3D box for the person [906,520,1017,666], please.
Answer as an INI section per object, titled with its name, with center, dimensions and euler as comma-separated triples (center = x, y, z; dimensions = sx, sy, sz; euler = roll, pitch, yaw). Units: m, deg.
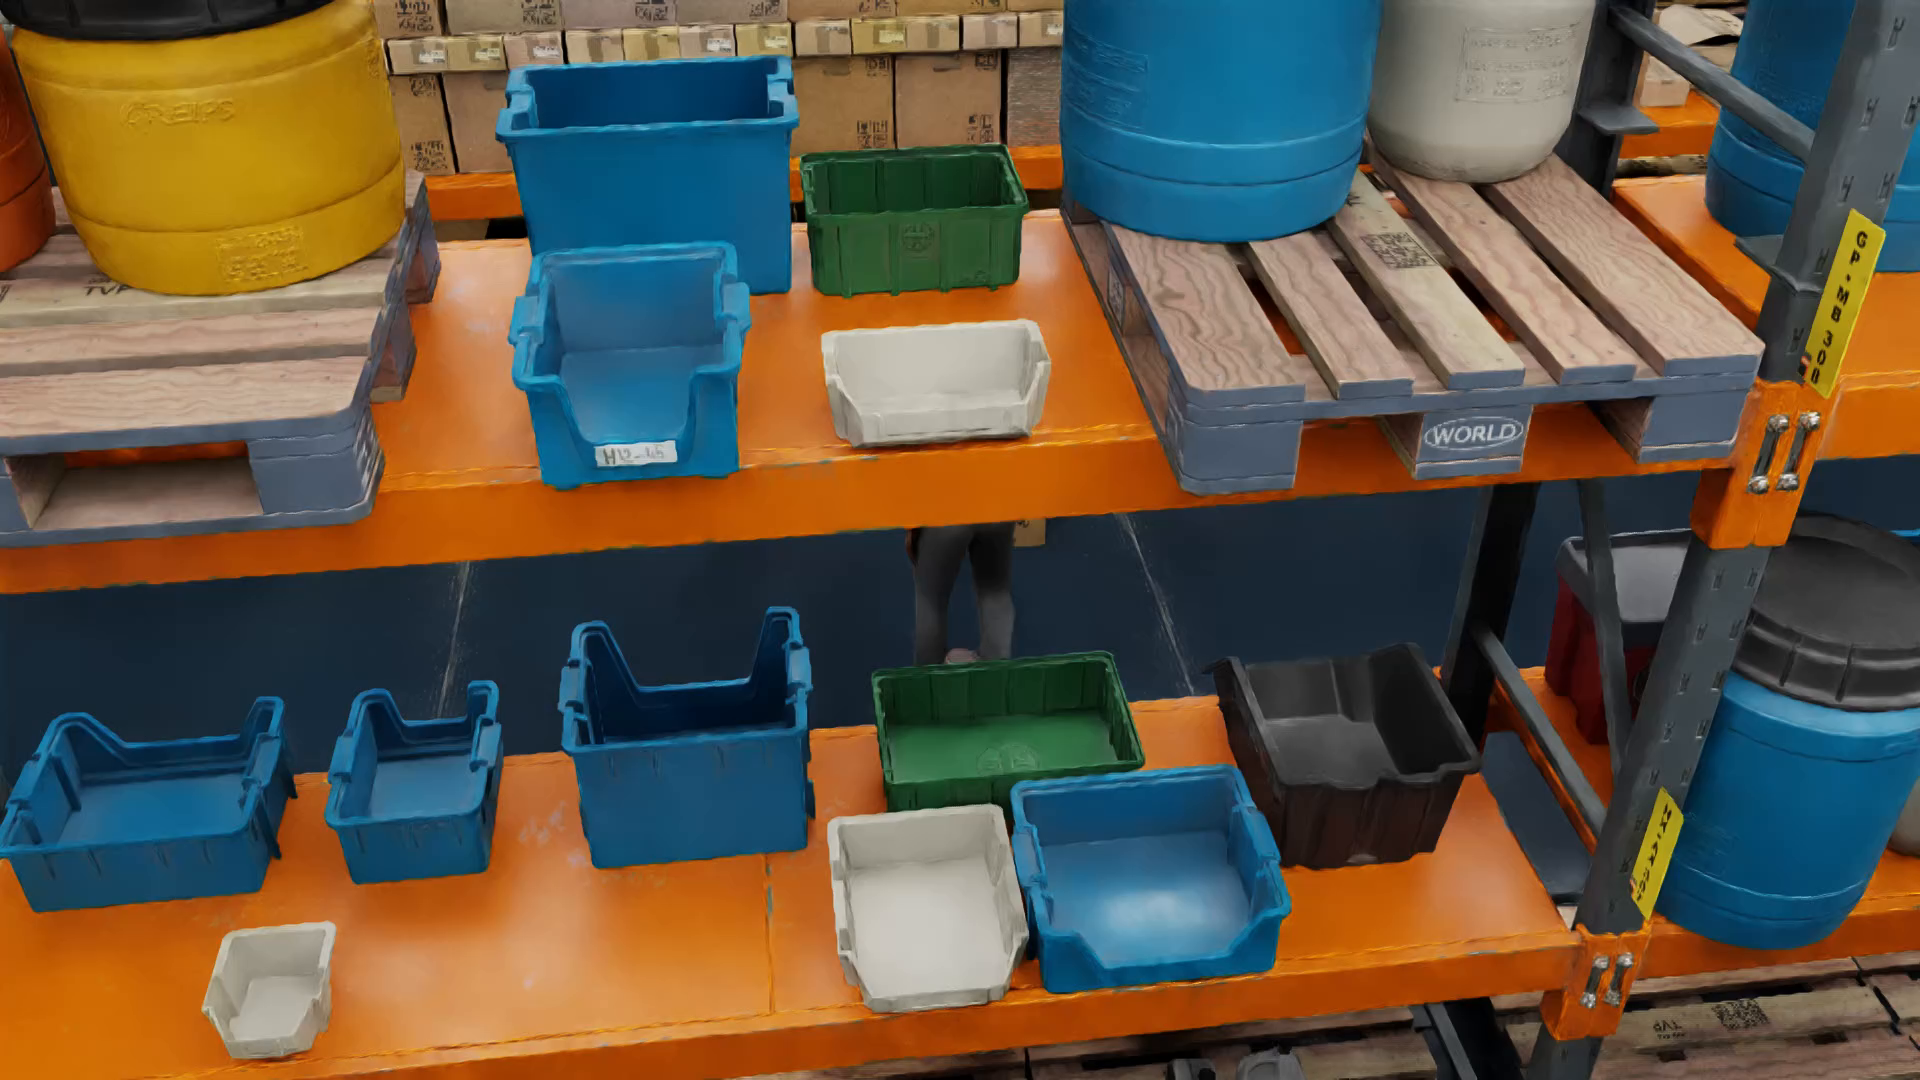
[person]
center = -0.015, -0.088, 6.251
dimensions = 0.469, 1.657, 0.359
euler = -11, 36, -15
